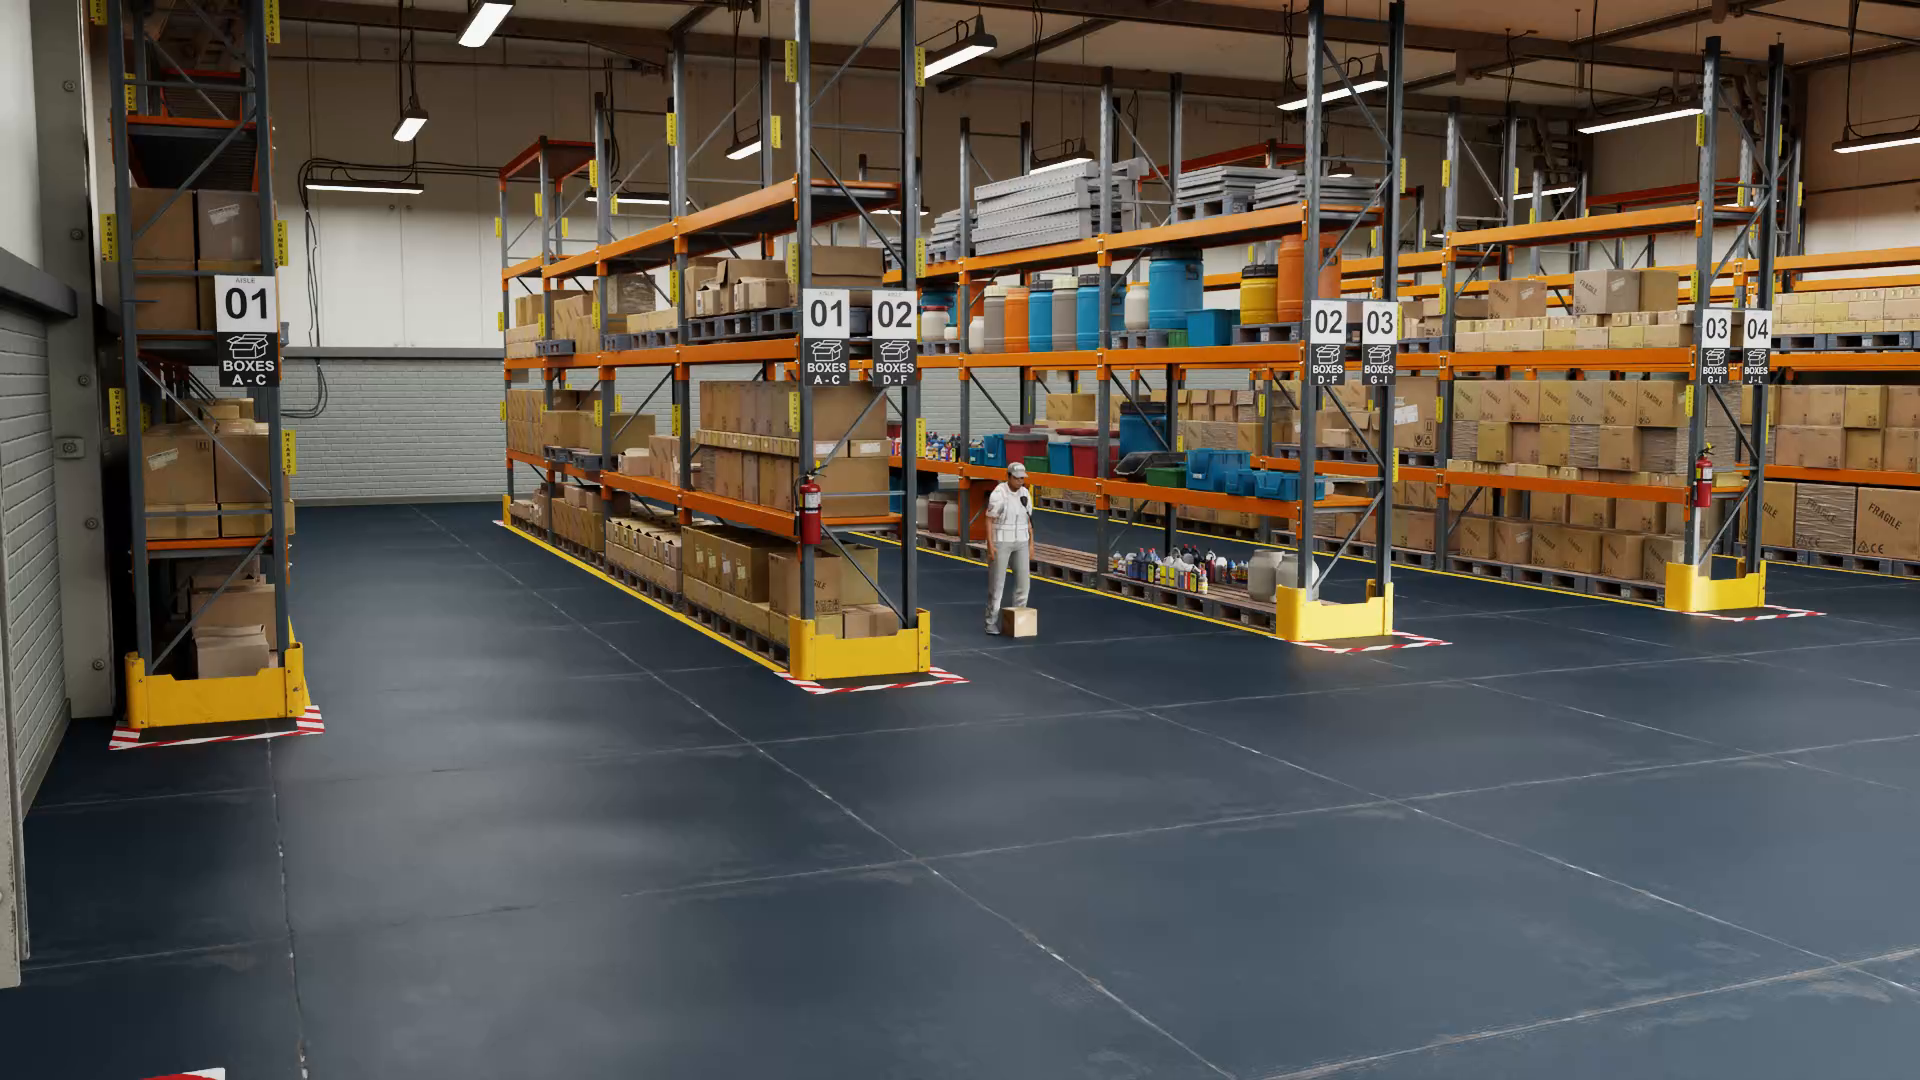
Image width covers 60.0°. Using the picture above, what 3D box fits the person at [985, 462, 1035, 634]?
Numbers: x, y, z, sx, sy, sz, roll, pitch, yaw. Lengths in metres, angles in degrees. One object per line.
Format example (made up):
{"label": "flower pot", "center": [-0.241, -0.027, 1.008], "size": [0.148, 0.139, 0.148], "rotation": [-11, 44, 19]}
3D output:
{"label": "person", "center": [0.485, 0.069, 16.257], "size": [0.564, 1.666, 0.468], "rotation": [-3, 6, -28]}
